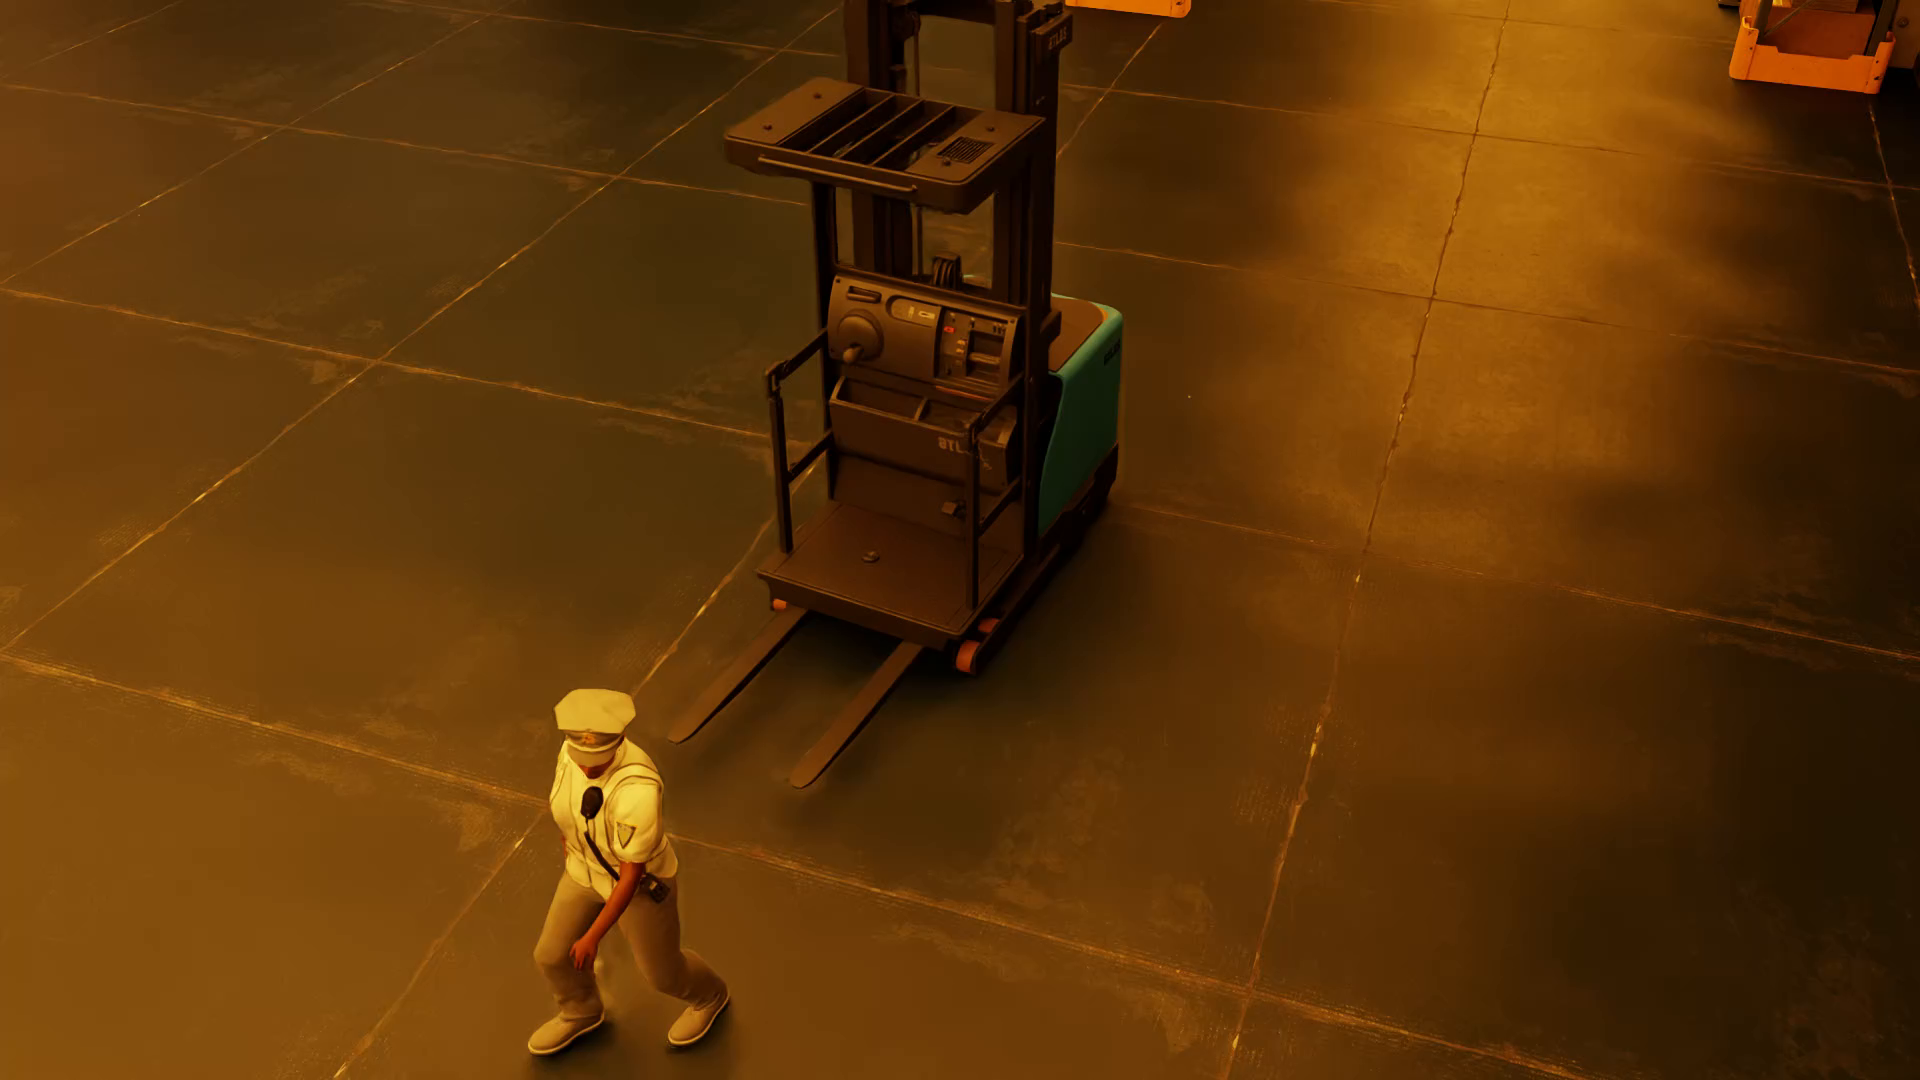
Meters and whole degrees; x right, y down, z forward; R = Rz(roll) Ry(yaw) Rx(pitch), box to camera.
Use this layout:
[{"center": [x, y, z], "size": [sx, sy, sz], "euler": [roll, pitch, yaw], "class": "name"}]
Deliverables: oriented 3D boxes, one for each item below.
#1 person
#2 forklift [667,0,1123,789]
[{"center": [-1.199, 1.143, 5.648], "size": [0.566, 1.611, 0.636], "euler": [24, 42, 29], "class": "person"}, {"center": [-0.268, -0.862, 7.327], "size": [1.130, 2.935, 3.031], "euler": [16, 38, 22], "class": "forklift"}]
